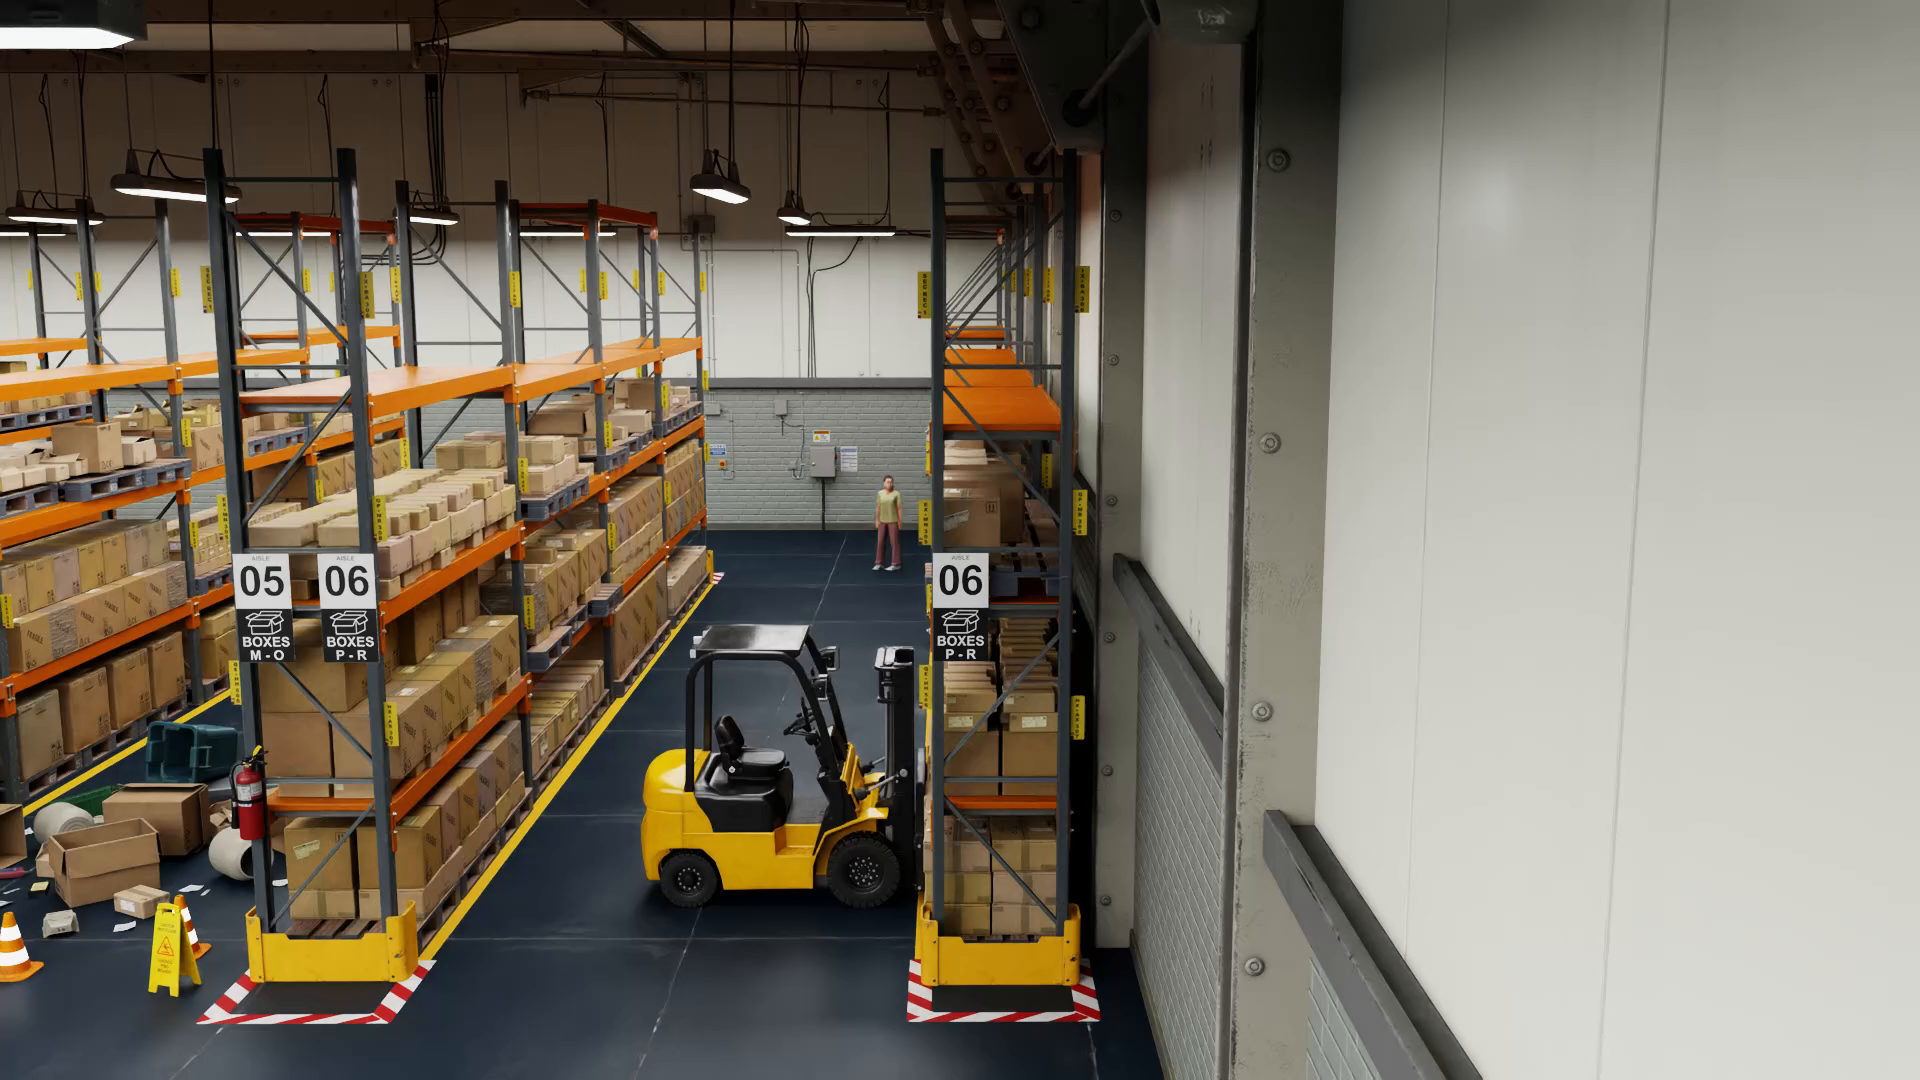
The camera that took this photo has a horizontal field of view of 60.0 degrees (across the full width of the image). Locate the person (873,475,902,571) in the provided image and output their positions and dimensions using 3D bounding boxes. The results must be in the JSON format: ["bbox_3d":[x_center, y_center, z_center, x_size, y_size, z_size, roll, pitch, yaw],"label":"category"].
[{"bbox_3d":[-1.272,-0.301,29.103,0.480,1.677,0.409,5,10,28],"label":"person"}]
